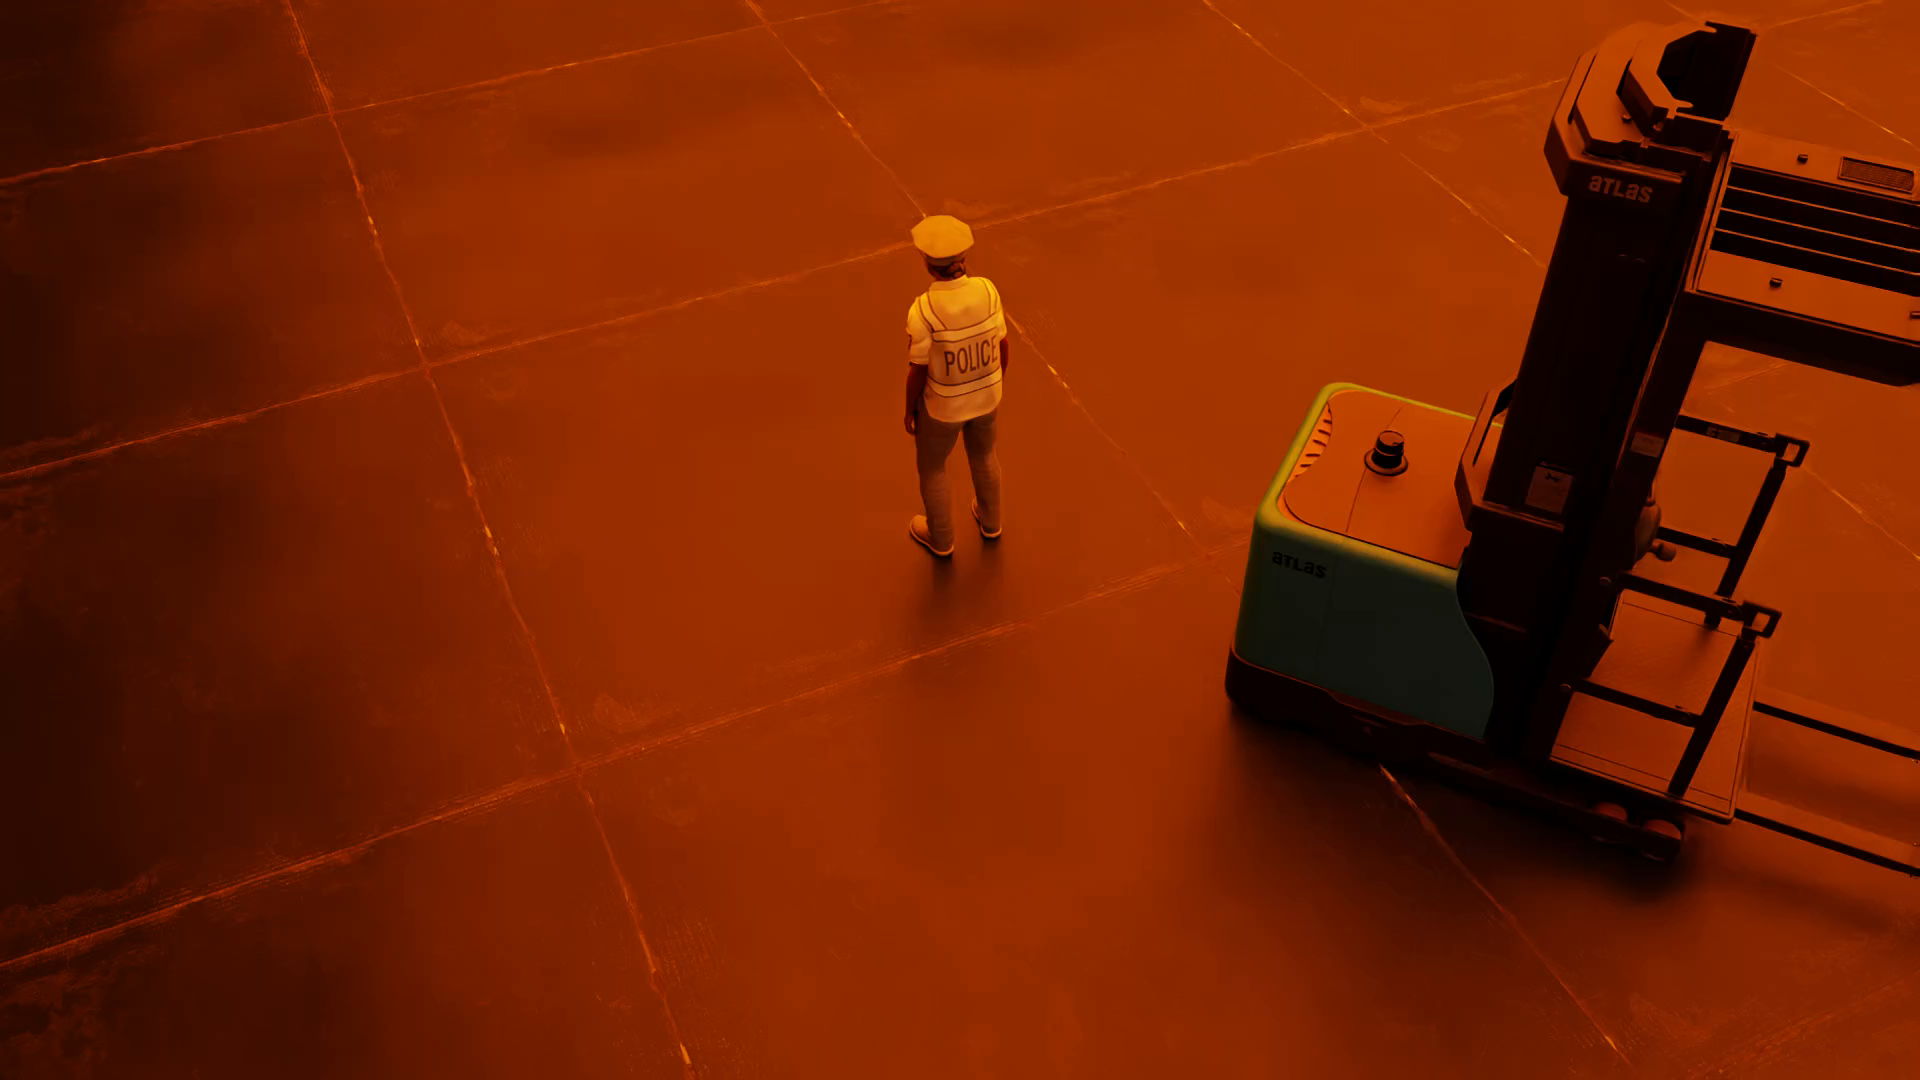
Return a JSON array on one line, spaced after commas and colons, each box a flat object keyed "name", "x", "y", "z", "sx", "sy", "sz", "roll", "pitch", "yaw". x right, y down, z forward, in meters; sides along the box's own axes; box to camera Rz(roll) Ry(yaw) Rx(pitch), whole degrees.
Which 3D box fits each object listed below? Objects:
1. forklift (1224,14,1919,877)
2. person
[{"name": "forklift", "x": 2.680, "y": -0.239, "z": 5.937, "sx": 3.031, "sy": 2.935, "sz": 1.130, "roll": 18, "pitch": 46, "yaw": 18}, {"name": "person", "x": -0.015, "y": -0.626, "z": 7.289, "sx": 0.513, "sy": 1.654, "sz": 0.393, "roll": -19, "pitch": 46, "yaw": -19}]
